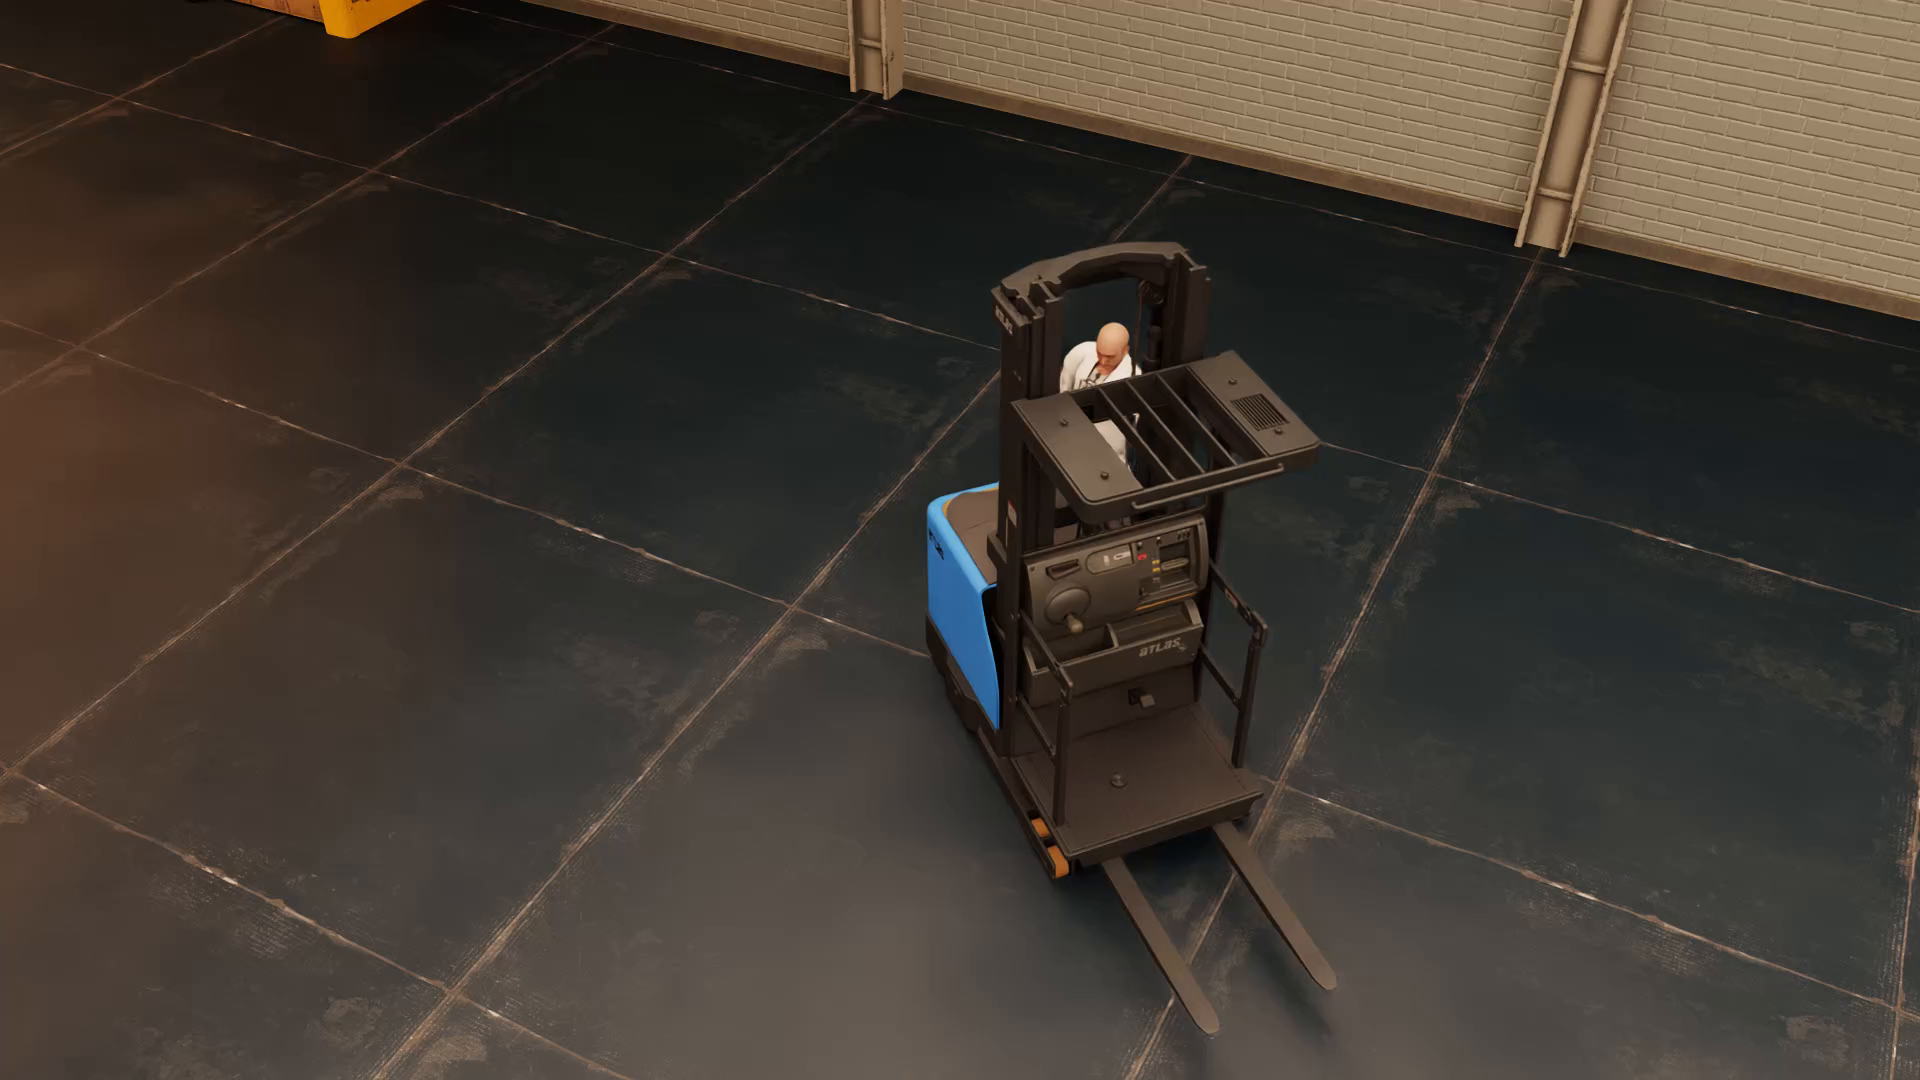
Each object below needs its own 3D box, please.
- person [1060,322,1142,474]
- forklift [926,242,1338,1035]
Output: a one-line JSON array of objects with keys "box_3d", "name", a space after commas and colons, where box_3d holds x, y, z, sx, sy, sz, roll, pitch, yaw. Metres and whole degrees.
[{"box_3d": [0.786, -0.554, 9.652, 0.630, 1.666, 0.977, -31, 49, -31], "name": "person"}, {"box_3d": [0.832, 0.247, 7.694, 1.130, 2.935, 3.031, -15, 42, -17], "name": "forklift"}]
